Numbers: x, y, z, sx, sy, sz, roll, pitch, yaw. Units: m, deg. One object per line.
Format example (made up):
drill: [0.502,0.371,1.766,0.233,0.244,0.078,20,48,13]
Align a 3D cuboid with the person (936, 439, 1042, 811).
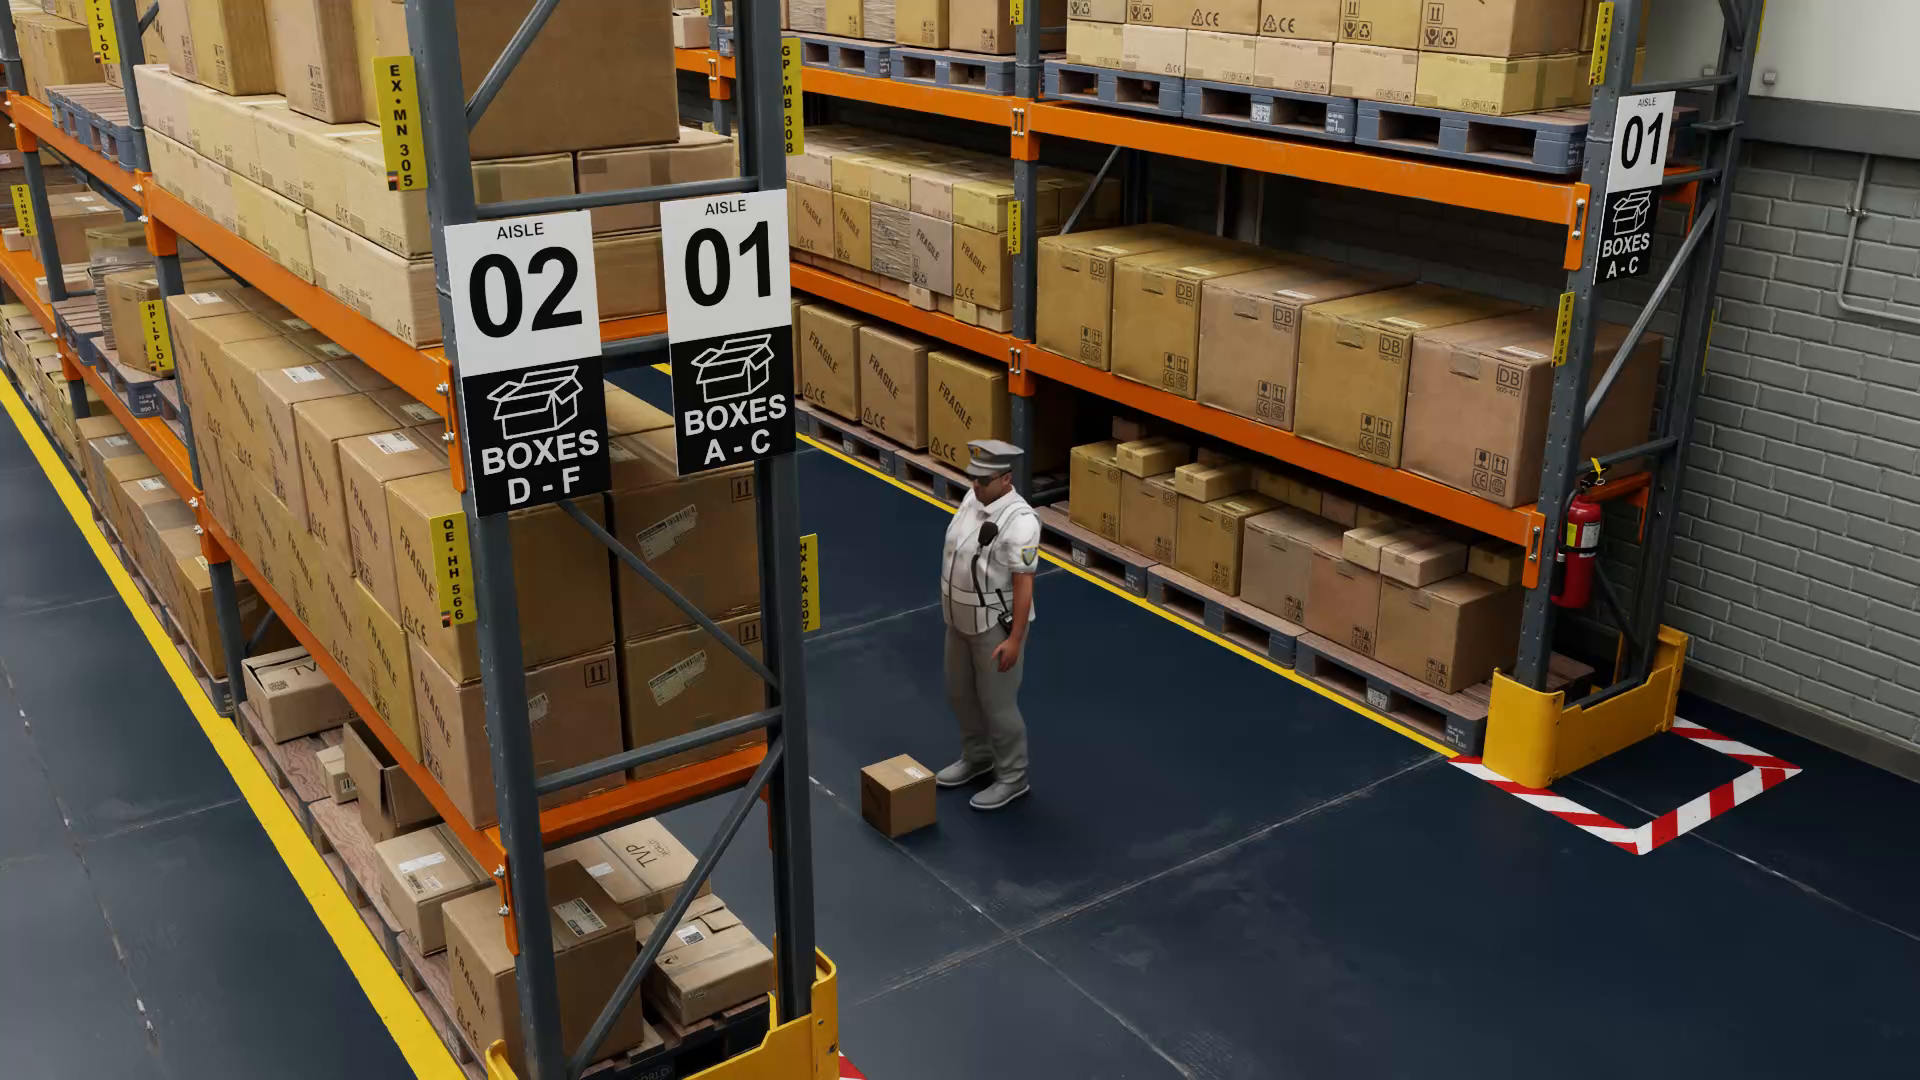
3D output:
person: [0.127,0.378,7.608,0.393,1.746,0.528,-14,25,-32]
